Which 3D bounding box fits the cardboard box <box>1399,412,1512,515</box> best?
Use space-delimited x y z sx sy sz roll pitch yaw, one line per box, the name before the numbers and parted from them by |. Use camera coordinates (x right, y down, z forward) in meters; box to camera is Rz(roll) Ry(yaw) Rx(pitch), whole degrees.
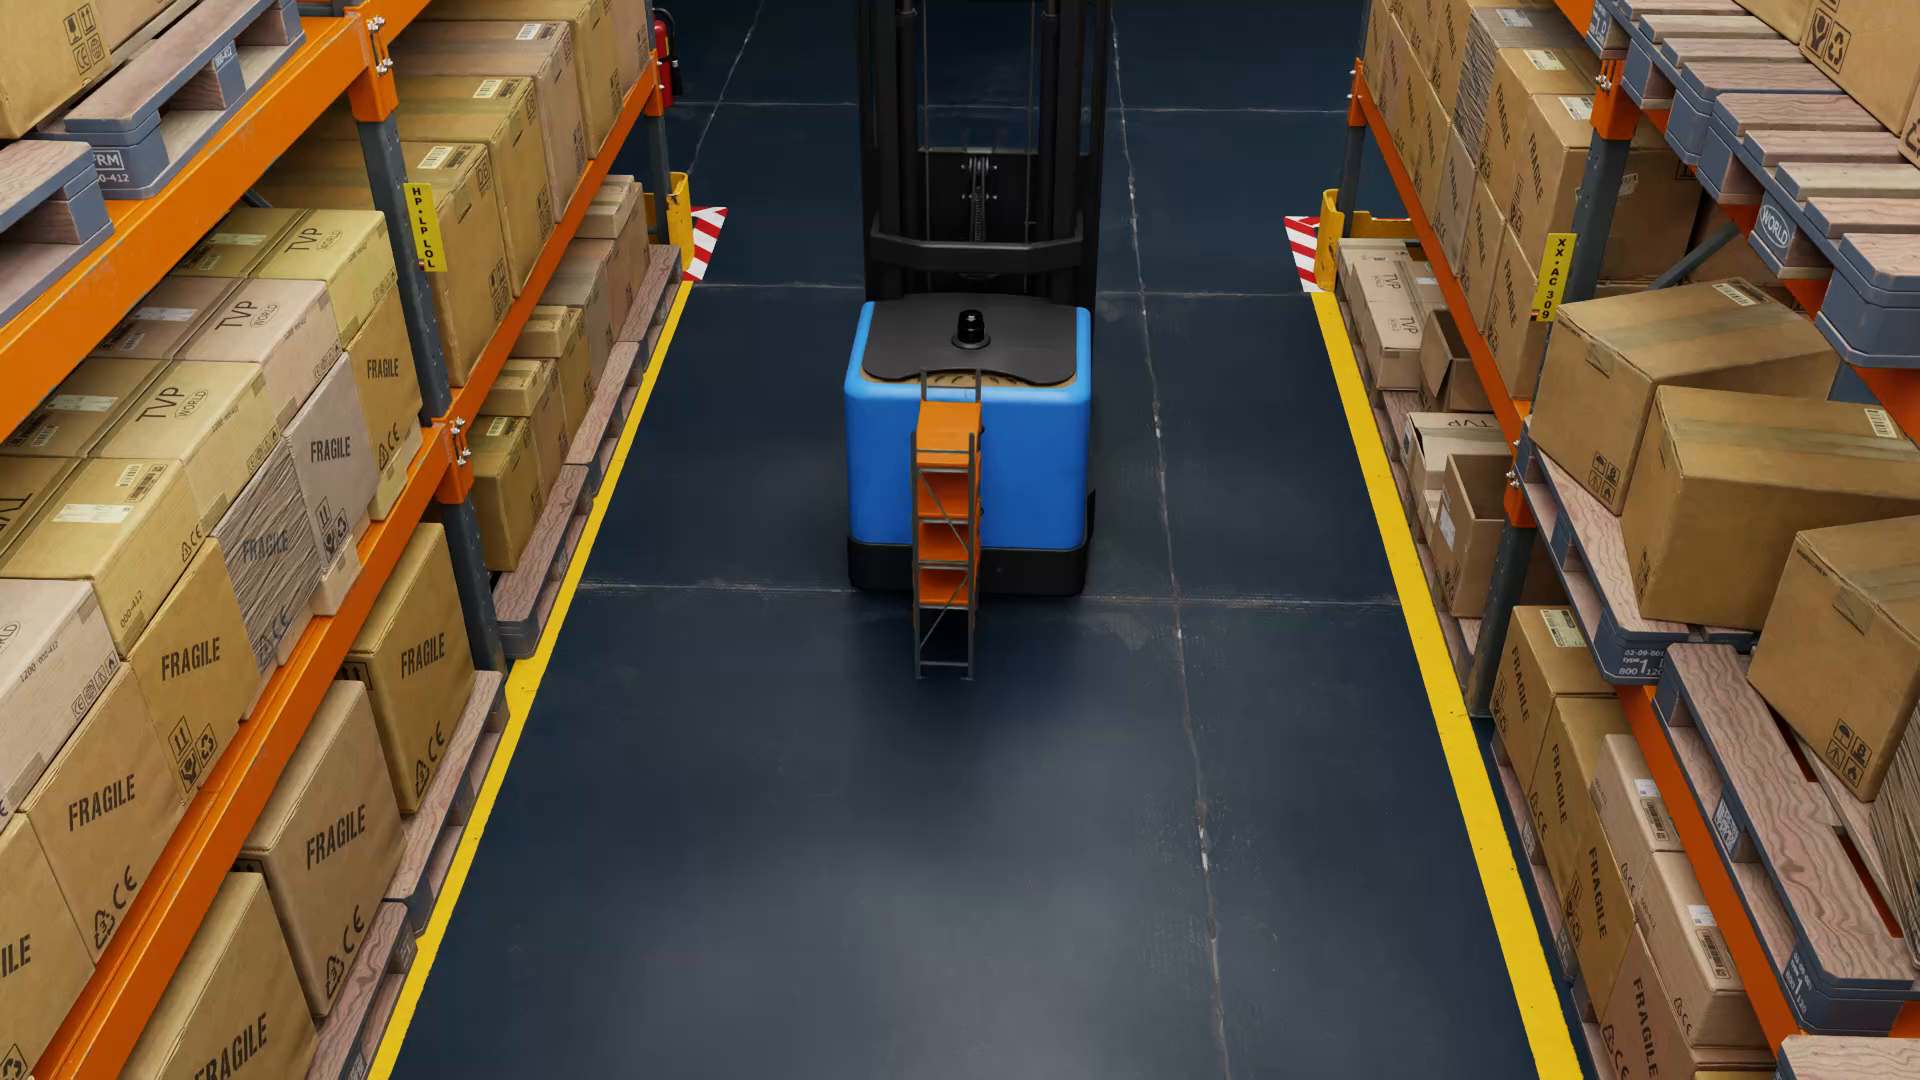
cardboard box | 2.331 -0.373 7.628 0.500 0.311 0.500 1 35 2

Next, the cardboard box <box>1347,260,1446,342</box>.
cardboard box | 2.397 -1.288 8.983 0.500 0.250 0.500 1 35 2

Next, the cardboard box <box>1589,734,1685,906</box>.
cardboard box | 2.259 0.855 5.064 0.500 0.250 0.500 1 35 2

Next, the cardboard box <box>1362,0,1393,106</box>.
cardboard box | 2.441 -2.618 8.780 0.500 0.500 0.500 2 35 3

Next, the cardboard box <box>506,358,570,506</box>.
cardboard box | -2.232 -0.505 7.669 0.700 0.500 0.500 1 35 1

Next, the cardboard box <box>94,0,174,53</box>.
cardboard box | -2.533 -1.585 4.319 0.700 0.500 0.500 0 35 -1

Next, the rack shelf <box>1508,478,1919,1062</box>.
rack shelf | 2.481 0.915 4.465 1.077 0.370 4.000 1 35 2

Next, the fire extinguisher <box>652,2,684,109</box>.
fire extinguisher | -1.760 -2.830 9.560 0.296 0.674 0.183 1 35 2

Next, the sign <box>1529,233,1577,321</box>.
sign | 2.019 -0.890 5.655 0.100 0.325 0.005 1 35 2

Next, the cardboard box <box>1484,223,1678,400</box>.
cardboard box | 2.325 -0.862 6.281 0.500 0.500 0.500 2 35 3

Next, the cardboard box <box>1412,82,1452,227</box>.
cardboard box | 2.381 -1.746 7.539 0.500 0.500 0.500 2 35 3

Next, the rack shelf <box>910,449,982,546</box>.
rack shelf | -0.051 -0.179 6.689 0.258 0.148 0.480 2 35 3

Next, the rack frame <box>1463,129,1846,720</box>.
rack frame | 2.562 -0.528 5.893 1.000 3.000 0.127 1 35 2

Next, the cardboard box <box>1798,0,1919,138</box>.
cardboard box | 2.464 -1.337 3.896 0.600 0.600 0.600 1 35 1

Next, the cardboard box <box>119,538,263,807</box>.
cardboard box | -2.209 0.329 4.311 0.500 0.500 0.500 2 35 3

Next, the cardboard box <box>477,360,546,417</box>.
cardboard box | -2.060 -0.675 7.346 0.380 0.149 0.250 2 35 3

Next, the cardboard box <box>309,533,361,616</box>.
cardboard box | -2.113 0.101 5.198 0.380 0.149 0.250 1 35 2

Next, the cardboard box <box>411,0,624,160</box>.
cardboard box | -2.256 -2.350 8.224 0.980 0.700 0.700 1 35 2

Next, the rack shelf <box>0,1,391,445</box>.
rack shelf | -2.469 -0.424 3.762 1.077 0.370 4.000 1 35 2

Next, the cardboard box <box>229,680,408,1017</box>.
cardboard box | -2.317 0.955 5.287 0.750 0.750 0.750 2 35 3

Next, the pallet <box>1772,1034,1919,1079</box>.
pallet | 2.358 1.457 3.234 1.213 0.211 1.003 1 35 2

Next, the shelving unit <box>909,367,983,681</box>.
shelving unit | -0.051 -0.051 6.779 0.258 1.200 0.503 2 35 3

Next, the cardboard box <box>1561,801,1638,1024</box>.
cardboard box | 2.261 1.181 5.253 0.500 0.500 0.500 2 35 2

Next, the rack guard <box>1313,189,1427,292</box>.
rack guard | 2.719 -1.760 9.819 1.175 0.500 0.348 1 35 2

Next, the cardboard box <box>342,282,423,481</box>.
cardboard box | -2.155 -0.540 5.547 0.500 0.500 0.500 1 35 1

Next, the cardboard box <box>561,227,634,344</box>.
cardboard box | -2.176 -1.396 8.936 0.700 0.500 0.500 1 35 2

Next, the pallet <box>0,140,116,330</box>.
pallet | -2.534 -0.506 3.417 1.003 0.211 1.213 3 35 4

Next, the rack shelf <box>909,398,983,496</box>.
rack shelf | -0.051 -0.373 6.553 0.258 0.148 0.480 2 35 3

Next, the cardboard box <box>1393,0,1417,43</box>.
cardboard box | 2.428 -2.727 8.065 0.500 0.500 0.500 2 35 2

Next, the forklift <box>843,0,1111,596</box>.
forklift | 0.113 -1.779 7.732 1.130 2.935 3.031 2 35 3

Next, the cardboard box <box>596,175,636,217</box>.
cardboard box | -1.979 -1.871 9.047 0.380 0.149 0.250 1 35 1

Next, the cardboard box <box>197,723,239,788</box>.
cardboard box | -2.236 0.536 4.579 0.380 0.149 0.250 2 35 3

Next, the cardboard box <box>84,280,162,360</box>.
cardboard box | -2.681 -0.559 4.921 0.500 0.250 0.500 2 35 2

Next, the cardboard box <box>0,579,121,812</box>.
cardboard box | -2.236 0.329 3.658 0.500 0.250 0.500 2 35 2

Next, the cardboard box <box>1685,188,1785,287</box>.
cardboard box | 2.862 -1.242 5.952 0.500 0.500 0.500 2 35 3

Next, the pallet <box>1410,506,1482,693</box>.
pallet | 2.590 0.218 7.256 1.003 0.211 1.213 1 35 2

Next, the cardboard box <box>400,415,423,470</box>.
cardboard box | -2.119 -0.345 5.833 0.380 0.149 0.250 2 35 2

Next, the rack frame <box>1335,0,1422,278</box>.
rack frame | 2.722 -2.826 9.163 1.000 3.000 0.127 1 35 2

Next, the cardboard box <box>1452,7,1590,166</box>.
cardboard box | 2.362 -1.859 6.829 0.500 0.500 0.500 2 35 2

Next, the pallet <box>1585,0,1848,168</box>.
pallet | 2.465 -1.305 4.553 1.213 0.211 1.003 1 35 2

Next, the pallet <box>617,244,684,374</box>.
pallet | -2.181 -1.336 9.468 1.003 0.211 1.213 1 35 2

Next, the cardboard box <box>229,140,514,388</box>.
cardboard box | -2.350 -1.074 6.409 0.980 0.700 0.700 2 35 3

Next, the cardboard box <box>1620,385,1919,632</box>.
cardboard box | 2.355 -0.077 4.799 0.700 0.500 0.500 7 36 9
